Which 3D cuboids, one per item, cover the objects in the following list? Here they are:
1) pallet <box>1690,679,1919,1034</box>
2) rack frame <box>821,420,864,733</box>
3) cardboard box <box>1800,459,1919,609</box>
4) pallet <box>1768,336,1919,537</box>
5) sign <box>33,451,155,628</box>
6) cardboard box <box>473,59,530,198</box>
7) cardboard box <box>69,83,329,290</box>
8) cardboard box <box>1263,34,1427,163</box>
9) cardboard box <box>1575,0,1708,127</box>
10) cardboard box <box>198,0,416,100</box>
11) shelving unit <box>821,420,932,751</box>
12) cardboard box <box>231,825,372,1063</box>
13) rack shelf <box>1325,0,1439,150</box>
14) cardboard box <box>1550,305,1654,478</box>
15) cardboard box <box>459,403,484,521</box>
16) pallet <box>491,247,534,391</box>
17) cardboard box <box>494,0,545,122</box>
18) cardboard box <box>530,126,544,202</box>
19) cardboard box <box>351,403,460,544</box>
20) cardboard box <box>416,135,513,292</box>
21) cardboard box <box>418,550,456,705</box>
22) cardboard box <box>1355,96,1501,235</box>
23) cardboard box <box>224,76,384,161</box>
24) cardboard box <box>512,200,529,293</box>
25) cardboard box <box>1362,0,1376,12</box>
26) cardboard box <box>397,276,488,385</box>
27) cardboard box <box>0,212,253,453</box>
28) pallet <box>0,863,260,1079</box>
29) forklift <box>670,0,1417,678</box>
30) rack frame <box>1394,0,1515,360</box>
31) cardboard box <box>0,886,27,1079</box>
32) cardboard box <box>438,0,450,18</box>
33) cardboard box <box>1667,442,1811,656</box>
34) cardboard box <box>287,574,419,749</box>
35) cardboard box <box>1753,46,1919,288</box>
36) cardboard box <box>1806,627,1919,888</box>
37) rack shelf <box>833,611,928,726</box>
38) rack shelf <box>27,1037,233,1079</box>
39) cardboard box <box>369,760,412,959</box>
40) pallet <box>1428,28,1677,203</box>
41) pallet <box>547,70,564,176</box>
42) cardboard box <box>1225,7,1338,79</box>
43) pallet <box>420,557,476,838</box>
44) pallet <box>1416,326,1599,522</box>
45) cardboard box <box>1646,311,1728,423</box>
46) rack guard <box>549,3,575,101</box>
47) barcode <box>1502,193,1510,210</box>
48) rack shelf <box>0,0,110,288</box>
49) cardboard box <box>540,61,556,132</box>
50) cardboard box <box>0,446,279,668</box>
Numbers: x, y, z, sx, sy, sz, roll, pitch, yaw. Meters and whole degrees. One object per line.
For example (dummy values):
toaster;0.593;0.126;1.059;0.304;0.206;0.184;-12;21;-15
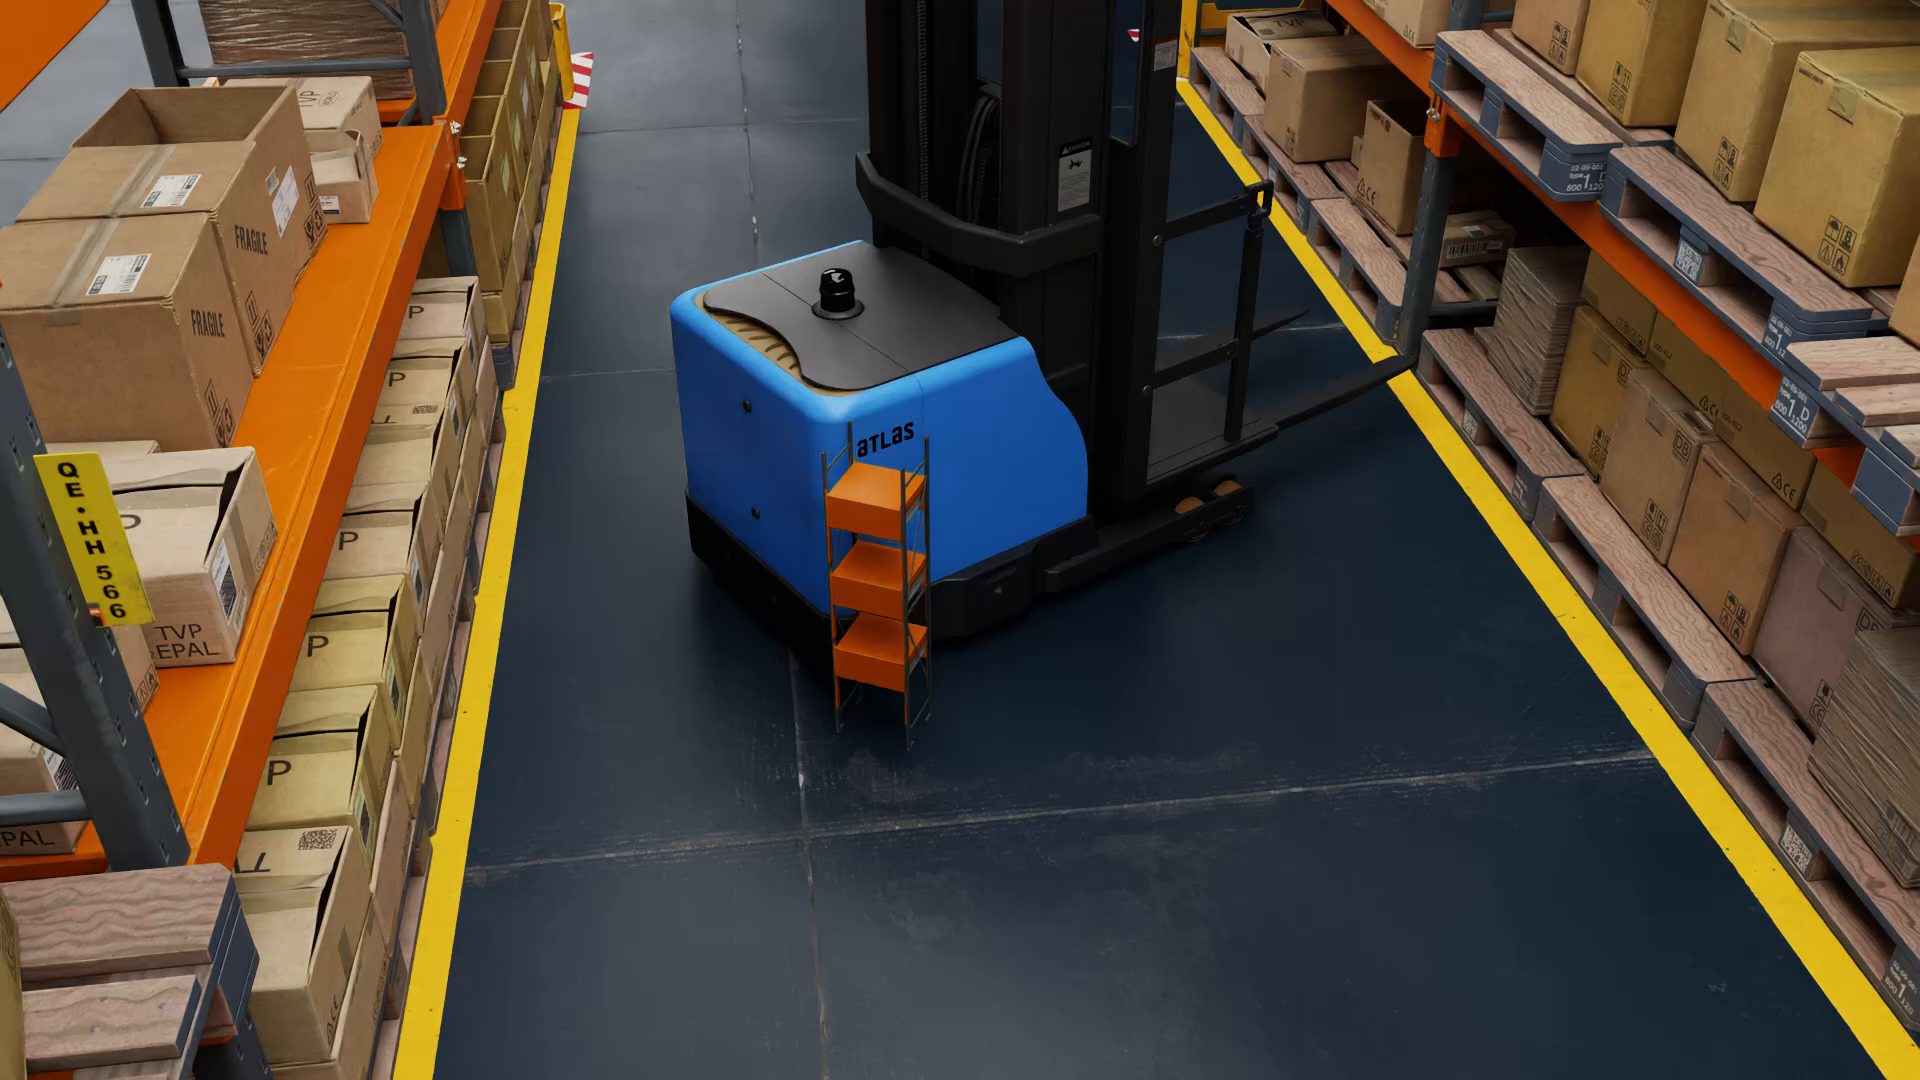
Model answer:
pallet;2.902;0.835;4.838;1.003;0.211;1.213;-4;35;-6
rack frame;-0.358;0.134;5.121;0.008;1.050;0.200;12;36;17
cardboard box;2.843;-0.061;4.839;0.500;0.250;0.500;-4;34;-5
pallet;2.805;-0.192;4.038;1.213;0.211;1.003;-4;35;-6
sign;-1.366;0.004;2.623;0.100;0.325;0.005;-4;35;-6
cardboard box;-2.327;-1.924;7.812;0.500;0.500;0.500;-4;35;-6
cardboard box;-2.282;-1.054;5.044;0.500;0.500;0.500;-2;34;-3
cardboard box;2.060;-2.370;8.894;0.700;0.500;0.500;-6;35;-9
cardboard box;2.571;-1.738;5.657;0.700;0.500;0.500;-1;34;-1
cardboard box;-2.506;-2.025;6.469;0.700;0.500;0.500;-5;35;-8
shelving unit;-0.244;0.158;5.086;0.252;1.050;0.215;12;36;17
cardboard box;-1.682;0.912;3.818;0.500;0.311;0.500;-3;34;-5
rack shelf;2.199;-2.932;8.528;1.077;0.370;4.000;-4;35;-6
cardboard box;2.703;-0.568;6.249;0.700;0.500;0.500;-5;35;-7
cardboard box;-2.031;-0.282;6.069;0.500;0.250;0.500;-5;35;-7
pallet;-2.506;-1.031;7.575;1.003;0.211;1.213;-4;35;-6
cardboard box;-2.462;-2.482;8.631;0.500;0.500;0.500;-4;35;-6
cardboard box;-2.400;-1.893;8.432;0.500;0.250;0.500;-4;35;-6
cardboard box;-1.961;-0.233;5.498;0.500;0.311;0.500;-4;35;-7
cardboard box;-2.192;-1.366;6.994;0.500;0.500;0.500;-4;35;-6
cardboard box;-1.895;0.288;5.233;0.500;0.250;0.500;-4;34;-5
cardboard box;2.289;-1.839;8.113;0.500;0.500;0.500;-7;35;-10
cardboard box;-2.331;-1.403;5.778;0.500;0.250;0.500;-2;34;-3
cardboard box;-2.264;-1.335;7.614;0.500;0.250;0.500;-4;35;-6
cardboard box;2.045;-2.580;7.487;0.500;0.250;0.500;-4;35;-6
cardboard box;-2.102;-0.801;6.333;0.500;0.311;0.500;-4;35;-6
cardboard box;-2.144;-0.481;4.203;0.500;0.500;0.500;-6;35;-9
pallet;-1.741;0.948;2.366;1.213;0.211;1.003;-4;35;-6
forklift;0.501;-1.421;5.732;3.031;2.935;1.130;-23;40;-30
rack frame;2.468;-2.114;6.688;1.000;3.000;0.127;-4;35;-6
cardboard box;-1.706;0.624;2.209;0.700;0.500;0.500;-16;37;-22
cardboard box;-2.647;-2.599;7.311;0.700;0.500;0.500;-4;34;-6
cardboard box;2.809;0.000;5.415;0.700;0.500;0.500;-5;35;-7
cardboard box;-1.827;0.335;4.666;0.500;0.311;0.500;-5;35;-8
cardboard box;2.743;-1.060;4.662;0.700;0.500;0.500;-4;35;-6
cardboard box;2.858;0.572;4.576;0.700;0.500;0.500;-4;34;-6
rack shelf;-0.244;0.397;5.248;0.240;0.259;0.215;12;36;17
rack shelf;-1.633;1.909;1.424;1.077;0.370;4.000;-4;35;-6
cardboard box;-1.750;0.864;4.388;0.500;0.250;0.500;-5;35;-8
pallet;2.427;-1.597;6.100;1.003;0.211;1.213;-4;35;-6
pallet;-2.834;-2.393;9.573;1.003;0.211;1.213;-4;35;-6
cardboard box;1.934;-3.023;10.020;0.500;0.311;0.500;-8;35;-12
pallet;-2.135;0.506;5.319;1.003;0.211;1.213;-4;35;-6
pallet;2.574;-0.527;6.836;1.003;0.211;1.213;-4;35;-6
cardboard box;2.720;-0.627;5.670;0.500;0.250;0.500;-5;35;-8
rack guard;-2.981;-2.949;10.133;1.175;0.500;0.348;-4;35;-6
barcode;2.651;-1.644;8.076;0.001;0.075;0.075;-4;35;-6
rack shelf;-2.171;-1.562;3.854;1.077;0.370;4.000;-4;35;-6
cardboard box;-2.534;-2.451;9.251;0.500;0.250;0.500;-4;35;-6
cardboard box;-1.831;0.019;3.638;0.500;0.311;0.500;-5;35;-7
